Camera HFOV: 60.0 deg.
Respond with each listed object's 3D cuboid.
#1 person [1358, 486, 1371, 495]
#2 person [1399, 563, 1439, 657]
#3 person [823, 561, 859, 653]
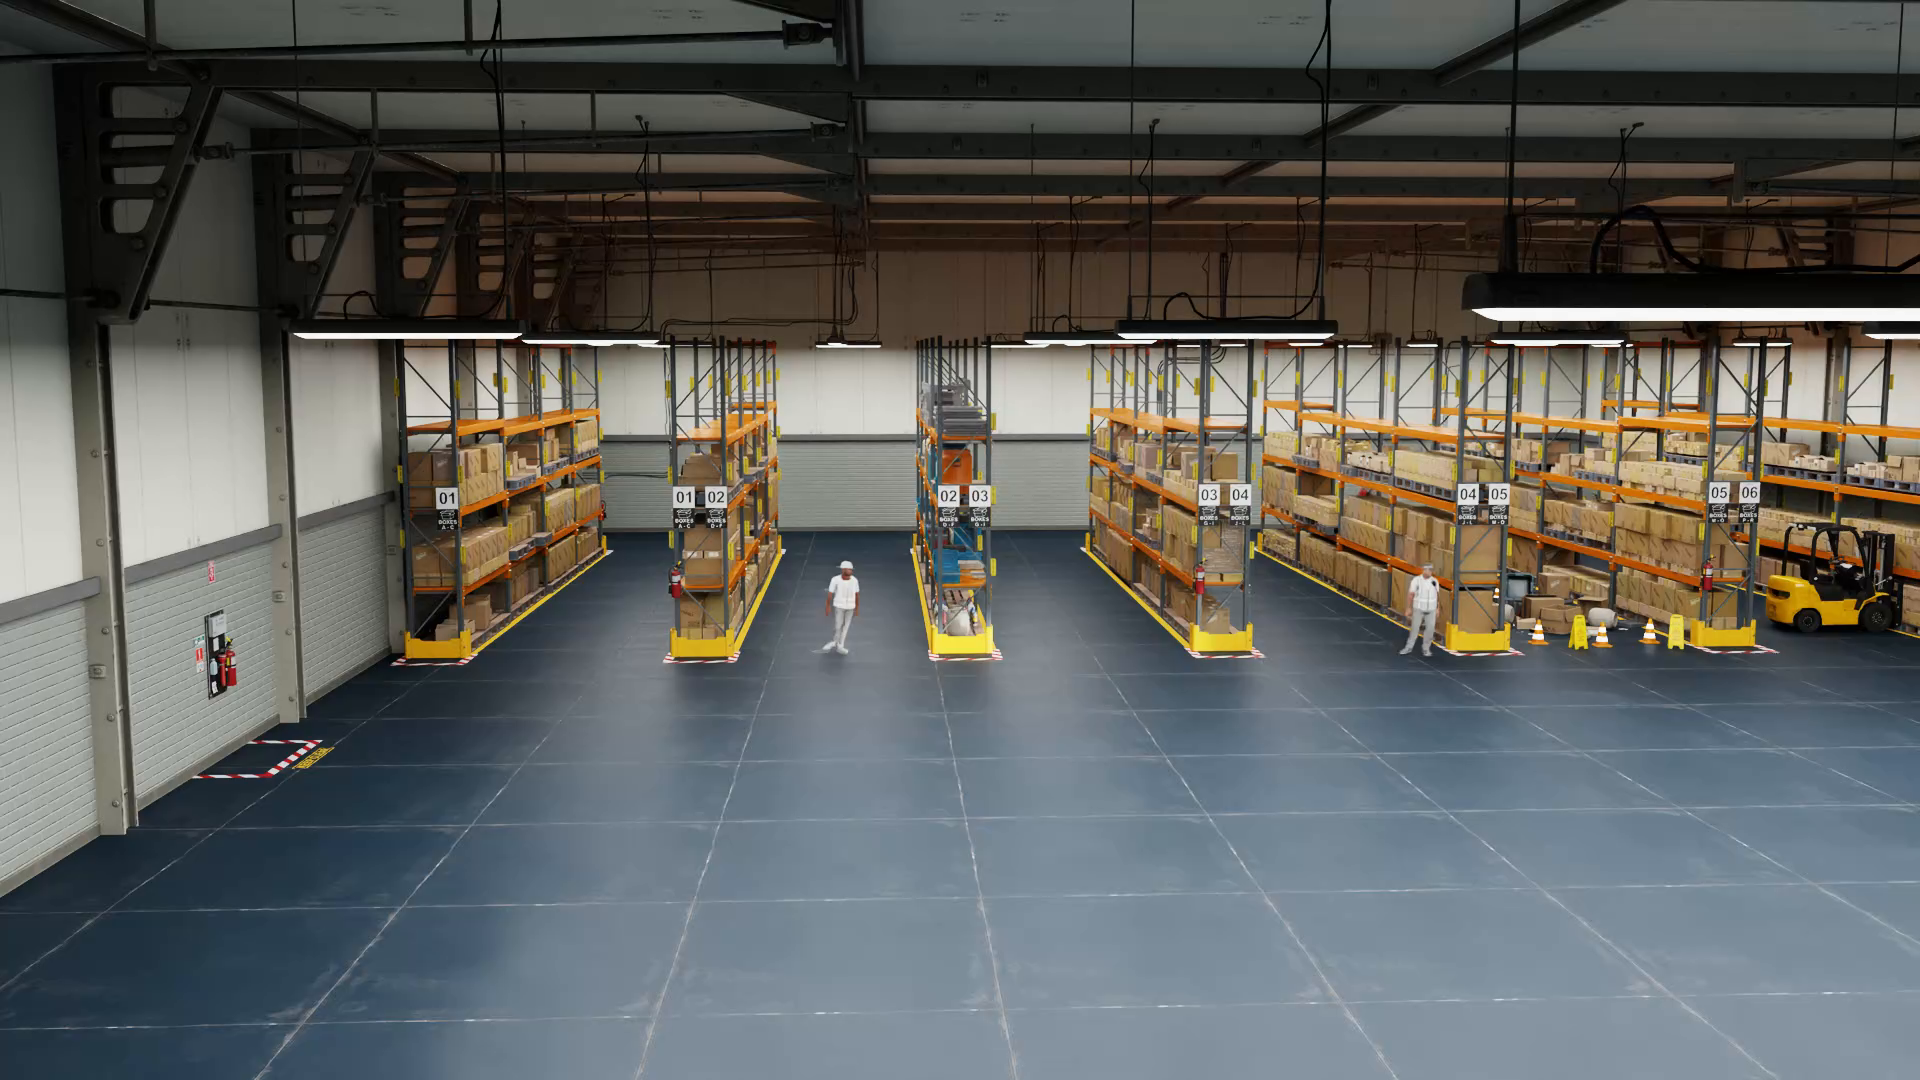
[{"bbox_3d":[12.311,-0.882,50.650,0.880,1.690,0.668,-3,7,-22],"label":"person"},{"bbox_3d":[8.671,1.329,31.338,0.710,1.805,0.478,0,7,-4],"label":"person"},{"bbox_3d":[-2.241,1.274,31.457,0.697,1.754,0.462,-3,7,-27],"label":"person"}]
